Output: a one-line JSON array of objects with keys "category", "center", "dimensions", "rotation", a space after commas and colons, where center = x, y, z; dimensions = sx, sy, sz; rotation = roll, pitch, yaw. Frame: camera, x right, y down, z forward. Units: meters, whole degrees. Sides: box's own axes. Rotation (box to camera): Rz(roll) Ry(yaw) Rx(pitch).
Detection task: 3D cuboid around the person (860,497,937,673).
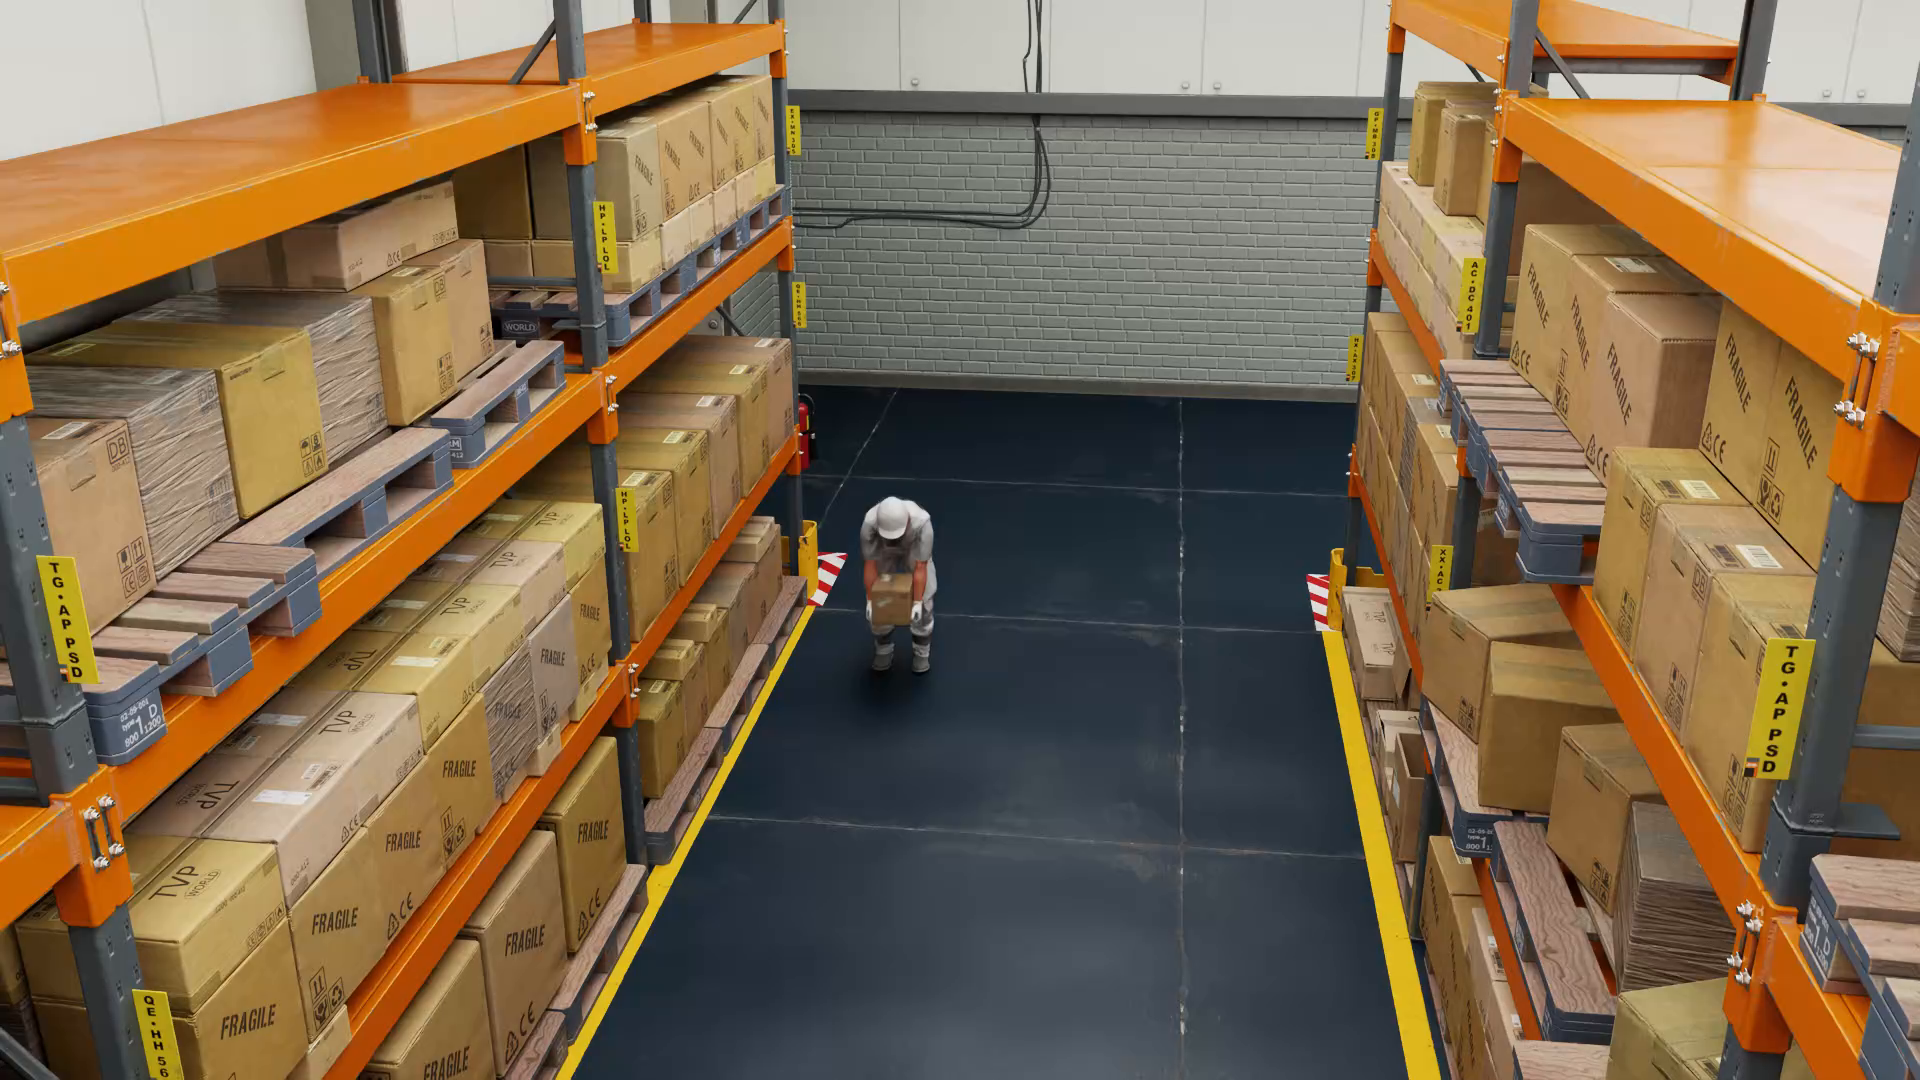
[{"category": "person", "center": [-0.413, 0.270, 10.893], "dimensions": [0.496, 1.392, 0.888], "rotation": [2, 21, 5]}]
